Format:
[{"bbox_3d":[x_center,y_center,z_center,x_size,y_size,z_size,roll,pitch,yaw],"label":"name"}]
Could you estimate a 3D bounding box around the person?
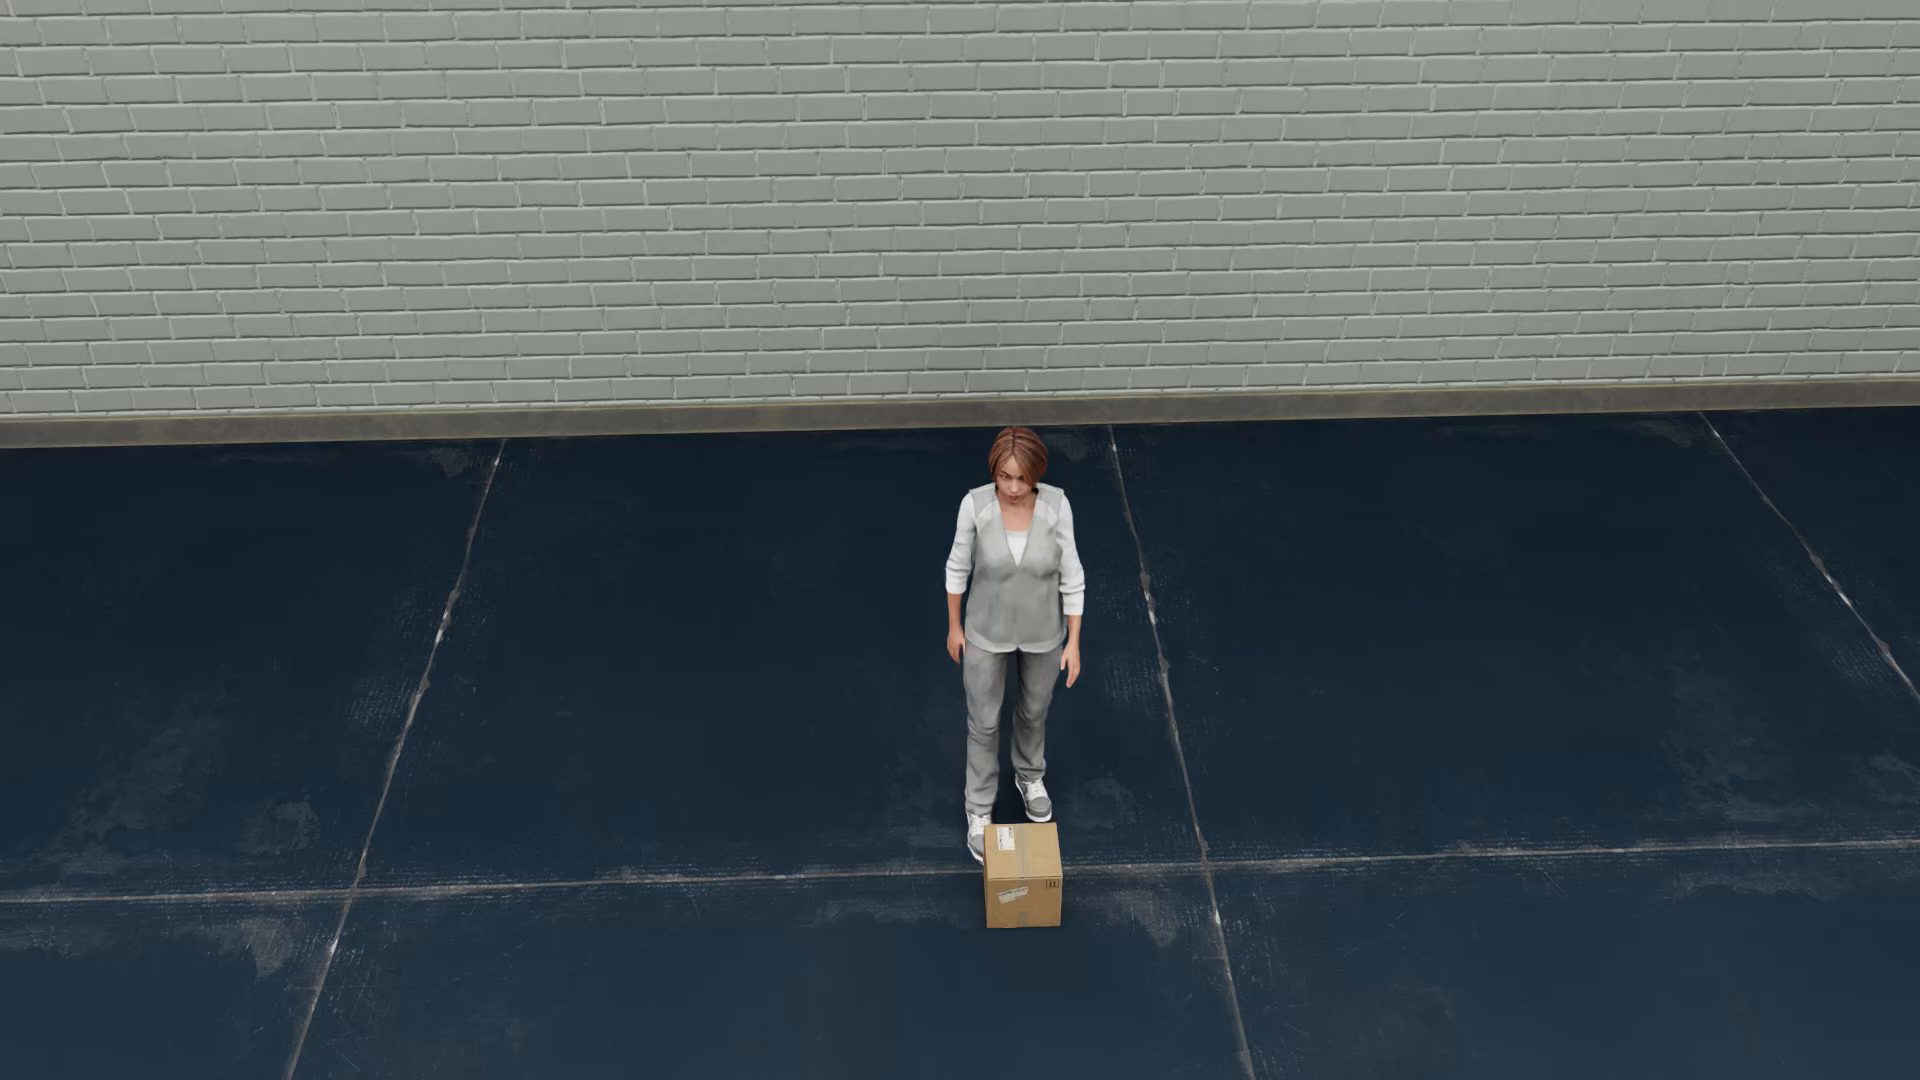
[{"bbox_3d":[0.190,0.367,5.642,0.463,1.616,0.446,-2,36,-2],"label":"person"}]
